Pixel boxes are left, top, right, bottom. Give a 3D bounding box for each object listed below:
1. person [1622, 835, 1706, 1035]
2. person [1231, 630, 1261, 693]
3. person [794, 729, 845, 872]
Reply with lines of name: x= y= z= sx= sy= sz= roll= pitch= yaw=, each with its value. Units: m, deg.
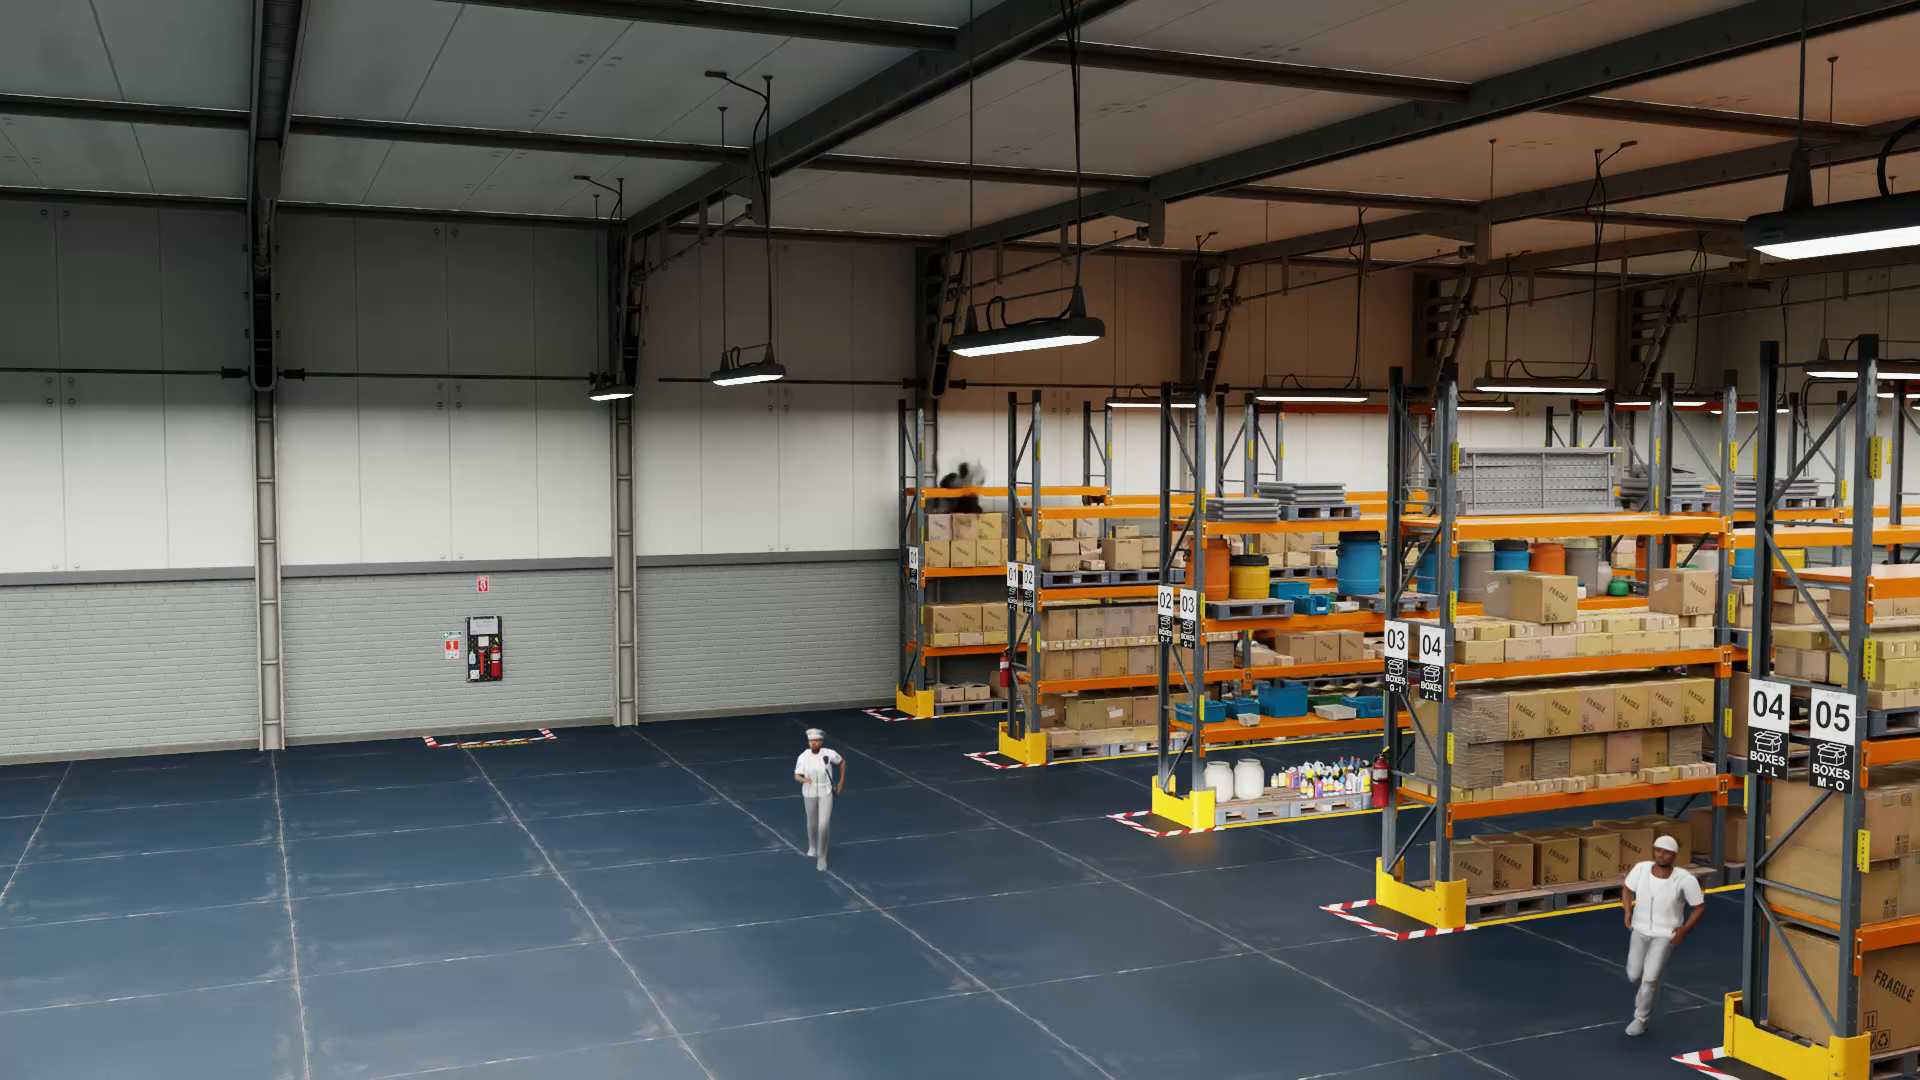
person: x=6.160 y=3.456 z=14.634 sx=0.718 sy=1.754 sz=0.681 roll=3 pitch=5 yaw=42
person: x=5.394 y=2.468 z=31.277 sx=0.604 sy=1.734 sz=0.686 roll=-2 pitch=4 yaw=-33
person: x=-1.709 y=3.137 z=20.263 sx=0.582 sy=1.728 sz=0.877 roll=0 pitch=3 yaw=3
